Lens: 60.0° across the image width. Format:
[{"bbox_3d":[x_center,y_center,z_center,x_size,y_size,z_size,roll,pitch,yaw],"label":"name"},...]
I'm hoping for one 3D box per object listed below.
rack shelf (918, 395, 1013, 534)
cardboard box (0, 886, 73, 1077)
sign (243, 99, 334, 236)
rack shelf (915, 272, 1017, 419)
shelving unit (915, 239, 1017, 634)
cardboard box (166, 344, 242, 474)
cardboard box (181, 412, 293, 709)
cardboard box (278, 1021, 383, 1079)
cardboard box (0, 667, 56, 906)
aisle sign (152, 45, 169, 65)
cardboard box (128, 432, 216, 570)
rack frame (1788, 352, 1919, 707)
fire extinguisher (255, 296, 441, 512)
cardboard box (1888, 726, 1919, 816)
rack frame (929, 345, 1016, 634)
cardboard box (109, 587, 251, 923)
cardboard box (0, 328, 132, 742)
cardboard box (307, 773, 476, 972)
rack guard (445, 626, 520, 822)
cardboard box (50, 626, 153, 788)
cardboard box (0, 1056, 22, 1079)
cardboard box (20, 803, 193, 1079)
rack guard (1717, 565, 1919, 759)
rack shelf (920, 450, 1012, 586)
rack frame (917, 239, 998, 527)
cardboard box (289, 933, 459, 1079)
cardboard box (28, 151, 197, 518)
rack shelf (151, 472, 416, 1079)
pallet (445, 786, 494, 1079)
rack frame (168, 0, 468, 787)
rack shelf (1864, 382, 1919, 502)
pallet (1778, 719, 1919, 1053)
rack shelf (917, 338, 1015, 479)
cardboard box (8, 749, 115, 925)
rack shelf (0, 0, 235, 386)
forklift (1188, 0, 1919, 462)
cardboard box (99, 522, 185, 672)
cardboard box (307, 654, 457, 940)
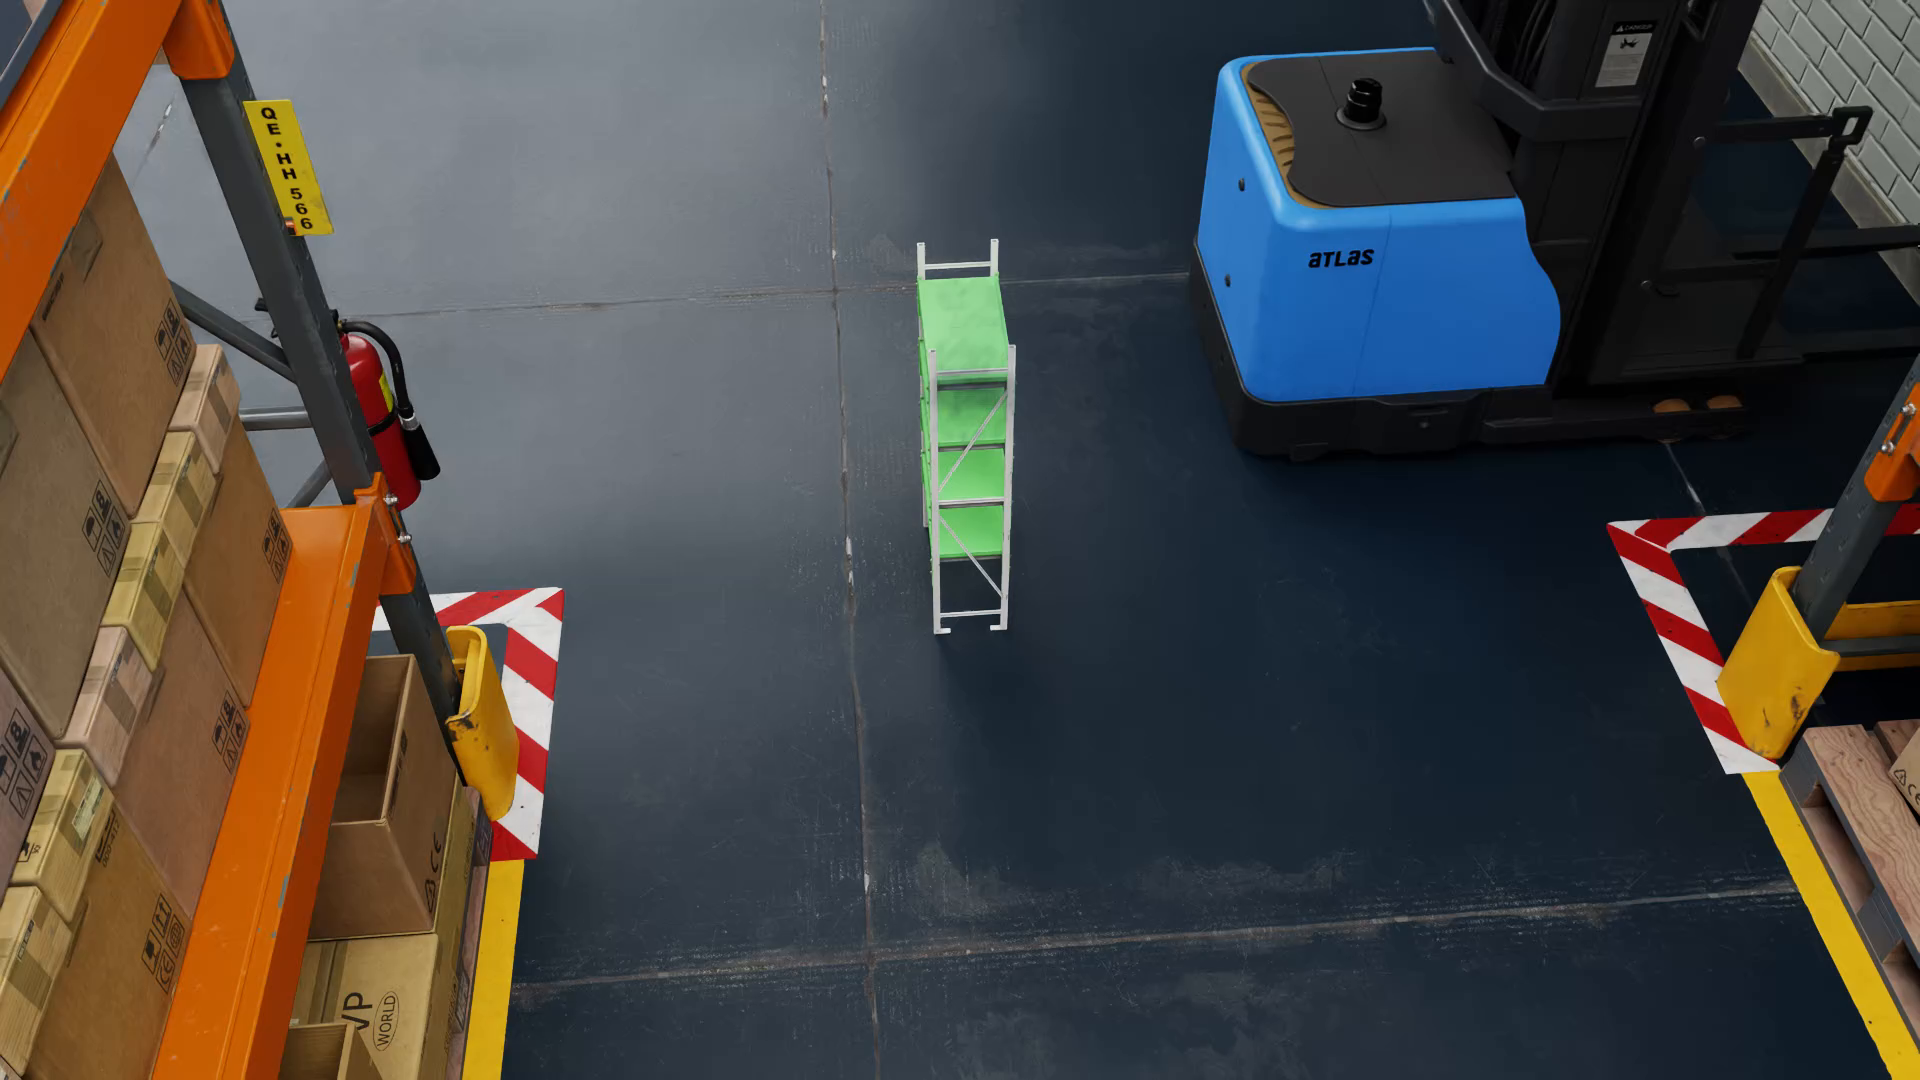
[{"bbox_3d":[0.014,-0.249,5.247,0.258,0.148,0.480,-3,47,-3],"label":"rack shelf"},{"bbox_3d":[-1.603,0.679,2.525,0.380,0.149,0.250,-2,47,-2],"label":"cardboard box"},{"bbox_3d":[-1.393,-0.768,3.451,0.100,0.325,0.005,-3,47,-3],"label":"sign"},{"bbox_3d":[0.014,-0.579,4.899,0.258,0.148,0.480,-3,47,-3],"label":"rack shelf"},{"bbox_3d":[0.014,-0.293,5.201,0.258,1.200,0.503,-3,47,-3],"label":"shelving unit"},{"bbox_3d":[-1.713,-0.258,3.413,0.380,0.149,0.250,-4,47,-4],"label":"cardboard box"},{"bbox_3d":[-1.909,0.039,3.578,0.700,0.500,0.500,-3,47,-3],"label":"cardboard box"},{"bbox_3d":[-1.495,1.371,3.474,0.500,0.500,0.500,-3,47,-3],"label":"cardboard box"},{"bbox_3d":[-1.812,0.376,2.366,0.700,0.500,0.500,-3,47,-3],"label":"cardboard box"},{"bbox_3d":[-1.648,-1.225,3.053,0.394,0.787,0.004,-3,47,-3],"label":"aisle sign"},{"bbox_3d":[-1.690,-0.069,3.233,0.380,0.149,0.250,-2,47,-2],"label":"cardboard box"},{"bbox_3d":[3.001,-0.569,4.223,1.000,3.000,0.127,-3,47,-3],"label":"rack frame"},{"bbox_3d":[-1.482,-0.352,4.071,0.296,0.674,0.183,-3,47,-3],"label":"fire extinguisher"},{"bbox_3d":[2.969,0.710,4.560,0.500,0.311,0.500,-8,47,-8],"label":"cardboard box"},{"bbox_3d":[0.034,-0.116,5.034,0.240,1.200,0.015,-3,47,-3],"label":"rack frame"},{"bbox_3d":[-1.860,0.419,3.219,0.700,0.500,0.500,-2,47,-2],"label":"cardboard box"},{"bbox_3d":[-1.855,0.011,2.711,0.700,0.500,0.500,-5,47,-4],"label":"cardboard box"},{"bbox_3d":[-1.596,0.906,4.431,0.500,0.250,0.500,-3,47,-3],"label":"cardboard box"},{"bbox_3d":[-1.937,0.577,4.859,1.175,0.500,0.348,-3,47,-3],"label":"rack guard"},{"bbox_3d":[-1.650,0.299,2.886,0.380,0.149,0.250,-3,47,-3],"label":"cardboard box"},{"bbox_3d":[-1.581,0.864,2.350,0.380,0.149,0.250,-4,47,-4],"label":"cardboard box"},{"bbox_3d":[-1.824,0.778,2.878,0.700,0.500,0.500,-3,47,-3],"label":"cardboard box"},{"bbox_3d":[3.007,0.345,5.078,1.175,0.500,0.348,-3,47,-3],"label":"rack guard"},{"bbox_3d":[0.014,-0.084,5.422,0.258,0.148,0.480,-3,47,-3],"label":"rack shelf"},{"bbox_3d":[-0.007,-0.469,5.368,0.240,1.200,0.015,-3,47,-3],"label":"rack frame"},{"bbox_3d":[-1.542,1.267,4.089,0.500,0.250,0.500,-3,47,-3],"label":"cardboard box"},{"bbox_3d":[-1.904,-0.369,3.071,0.700,0.500,0.500,-3,47,-3],"label":"cardboard box"},{"bbox_3d":[-1.768,1.429,2.826,1.077,0.370,4.000,-3,47,-3],"label":"rack shelf"},{"bbox_3d":[-1.829,1.244,4.426,1.003,0.211,1.213,-3,47,-3],"label":"pallet"},{"bbox_3d":[-1.935,-0.265,3.935,1.000,3.000,0.127,-3,47,-3],"label":"rack frame"},{"bbox_3d":[3.168,1.125,3.114,1.077,0.370,4.000,-3,47,-3],"label":"rack shelf"},{"bbox_3d":[3.040,1.035,4.625,1.003,0.211,1.213,-3,47,-3],"label":"pallet"},{"bbox_3d":[0.014,-0.414,5.073,0.258,0.148,0.480,-3,47,-3],"label":"rack shelf"},{"bbox_3d":[-1.627,0.489,2.706,0.380,0.149,0.250,-2,47,-2],"label":"cardboard box"},{"bbox_3d":[-1.768,0.398,1.737,1.077,0.370,4.000,-3,47,-3],"label":"rack shelf"},{"bbox_3d":[2.451,-1.743,5.382,3.031,2.935,1.130,-4,47,-4],"label":"forklift"},{"bbox_3d":[-1.668,0.116,3.058,0.380,0.149,0.250,-4,47,-4],"label":"cardboard box"},{"bbox_3d":[-1.594,0.648,4.158,0.500,0.500,0.500,-3,47,-3],"label":"cardboard box"}]
